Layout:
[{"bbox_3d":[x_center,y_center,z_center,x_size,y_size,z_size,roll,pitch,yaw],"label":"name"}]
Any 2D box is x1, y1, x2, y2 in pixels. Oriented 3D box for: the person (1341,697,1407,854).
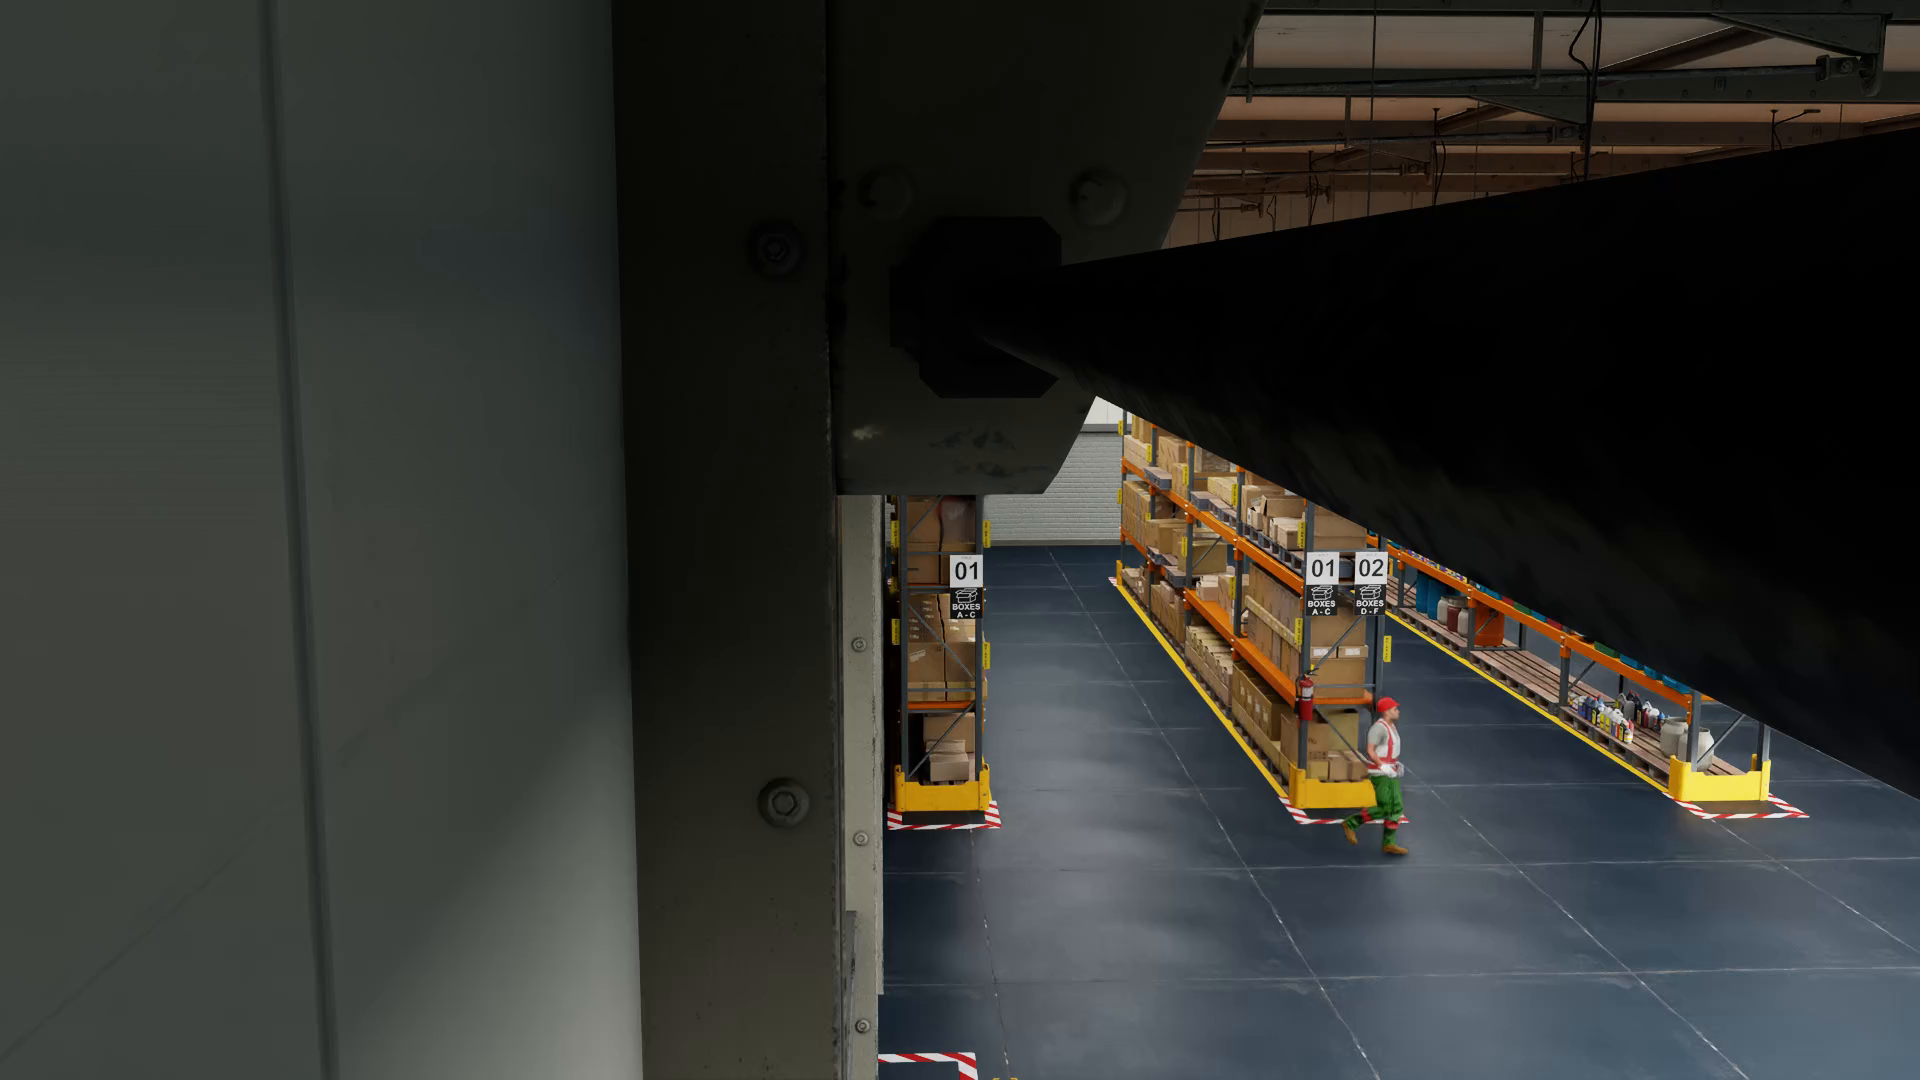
[{"bbox_3d":[4.847,2.669,19.105,0.761,1.742,0.715,5,10,29],"label":"person"}]
